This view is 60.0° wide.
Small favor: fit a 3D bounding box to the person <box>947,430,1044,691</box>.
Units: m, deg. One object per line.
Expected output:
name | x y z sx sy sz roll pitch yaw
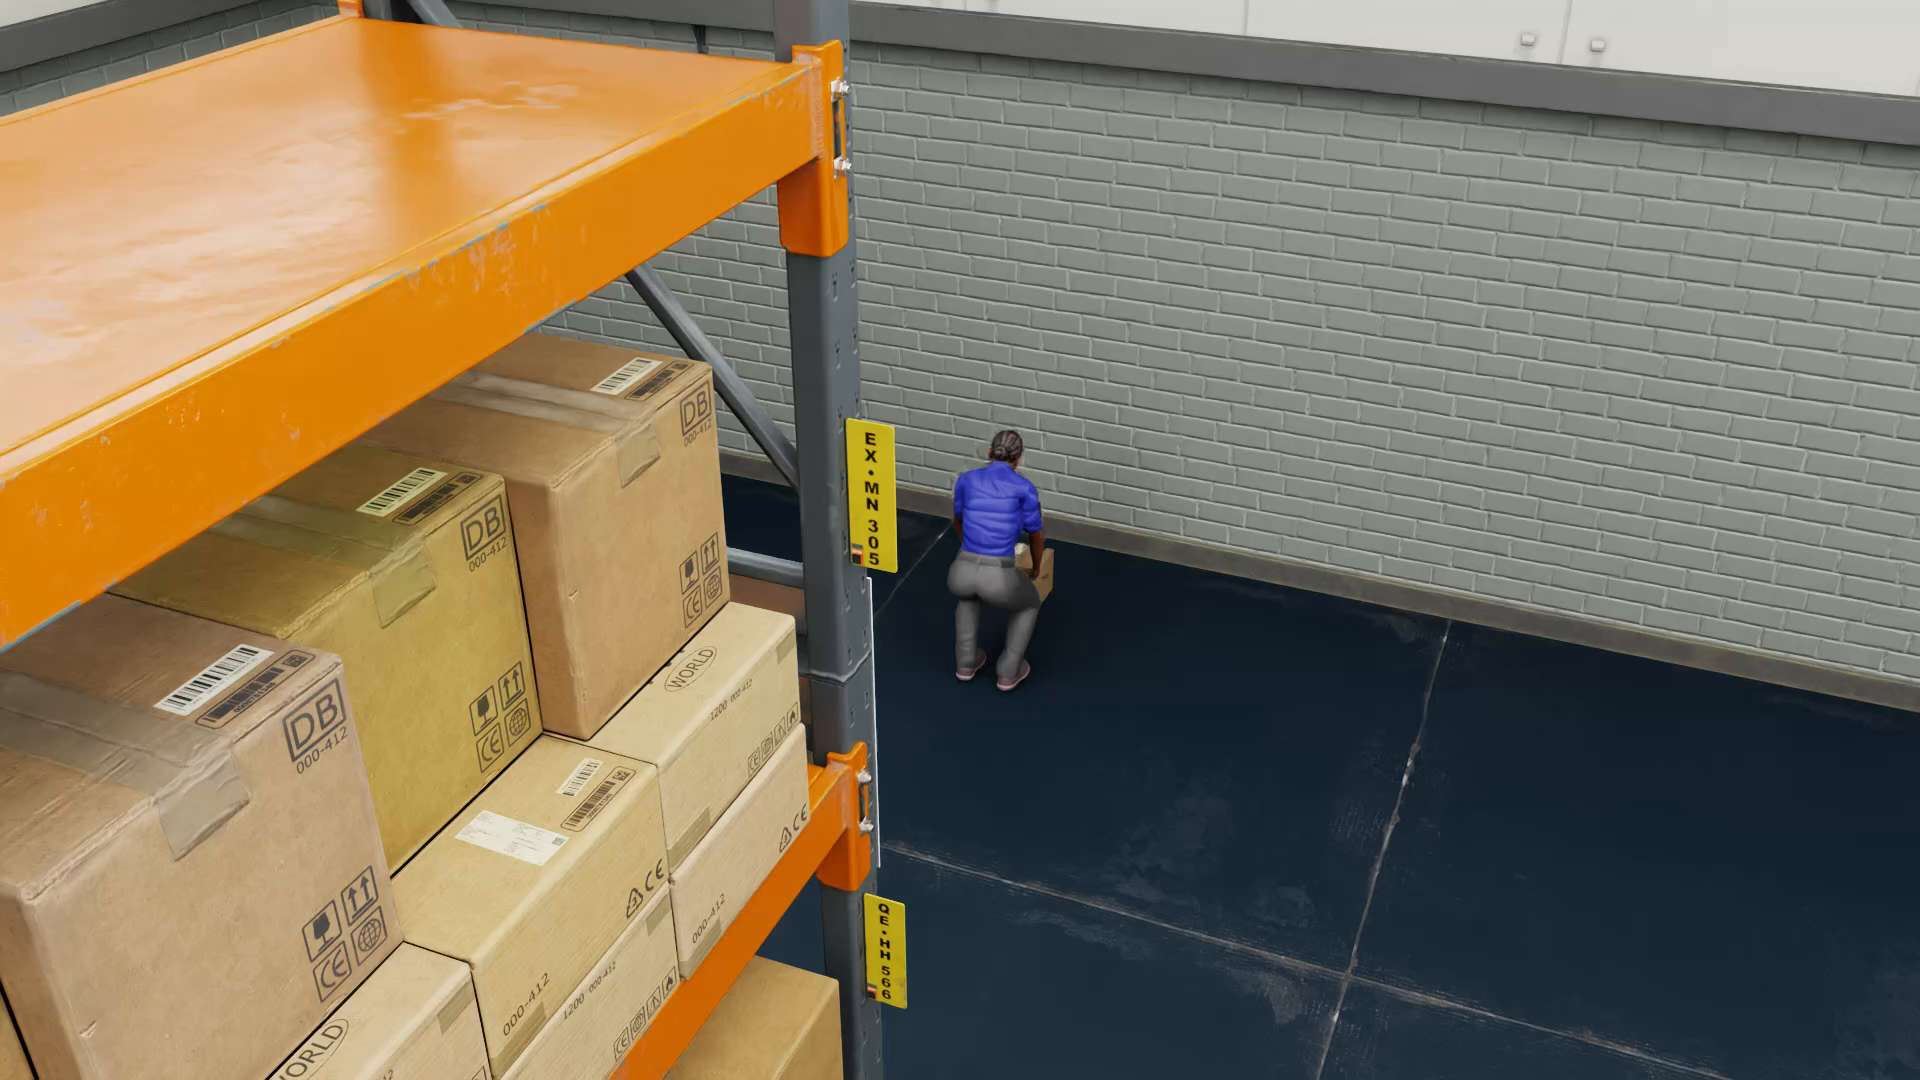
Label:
person | 0.155 0.122 8.573 0.498 1.280 0.682 12 32 19
